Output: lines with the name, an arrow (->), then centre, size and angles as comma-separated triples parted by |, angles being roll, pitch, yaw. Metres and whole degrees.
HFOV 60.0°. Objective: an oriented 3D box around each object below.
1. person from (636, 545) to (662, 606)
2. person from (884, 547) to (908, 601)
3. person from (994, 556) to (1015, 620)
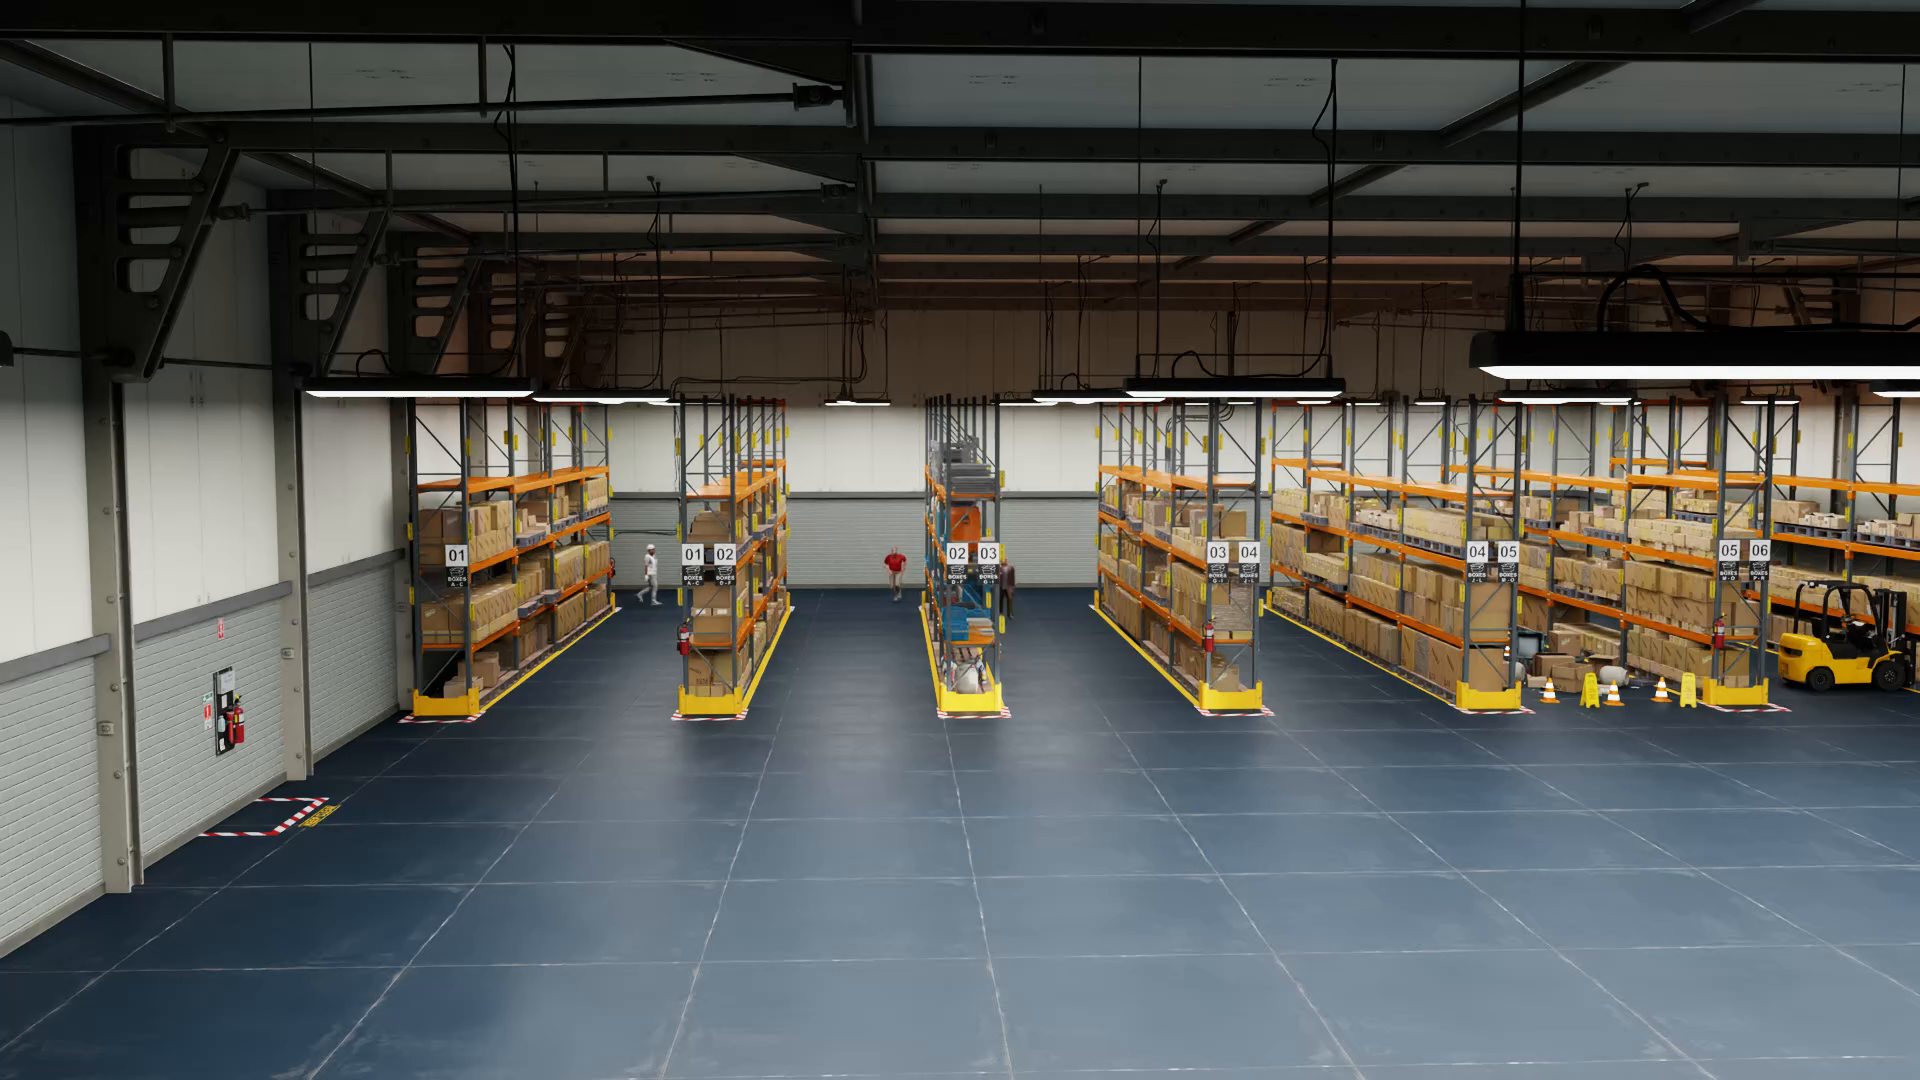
person -> -9.044, 1.012, 48.321 | 0.768, 1.770, 0.526 | 0, 5, -4
person -> -1.908, 1.006, 49.448 | 0.677, 1.635, 0.731 | 1, 5, 9
person -> 1.204, 1.278, 44.995 | 0.625, 1.715, 1.128 | -1, 5, -8
